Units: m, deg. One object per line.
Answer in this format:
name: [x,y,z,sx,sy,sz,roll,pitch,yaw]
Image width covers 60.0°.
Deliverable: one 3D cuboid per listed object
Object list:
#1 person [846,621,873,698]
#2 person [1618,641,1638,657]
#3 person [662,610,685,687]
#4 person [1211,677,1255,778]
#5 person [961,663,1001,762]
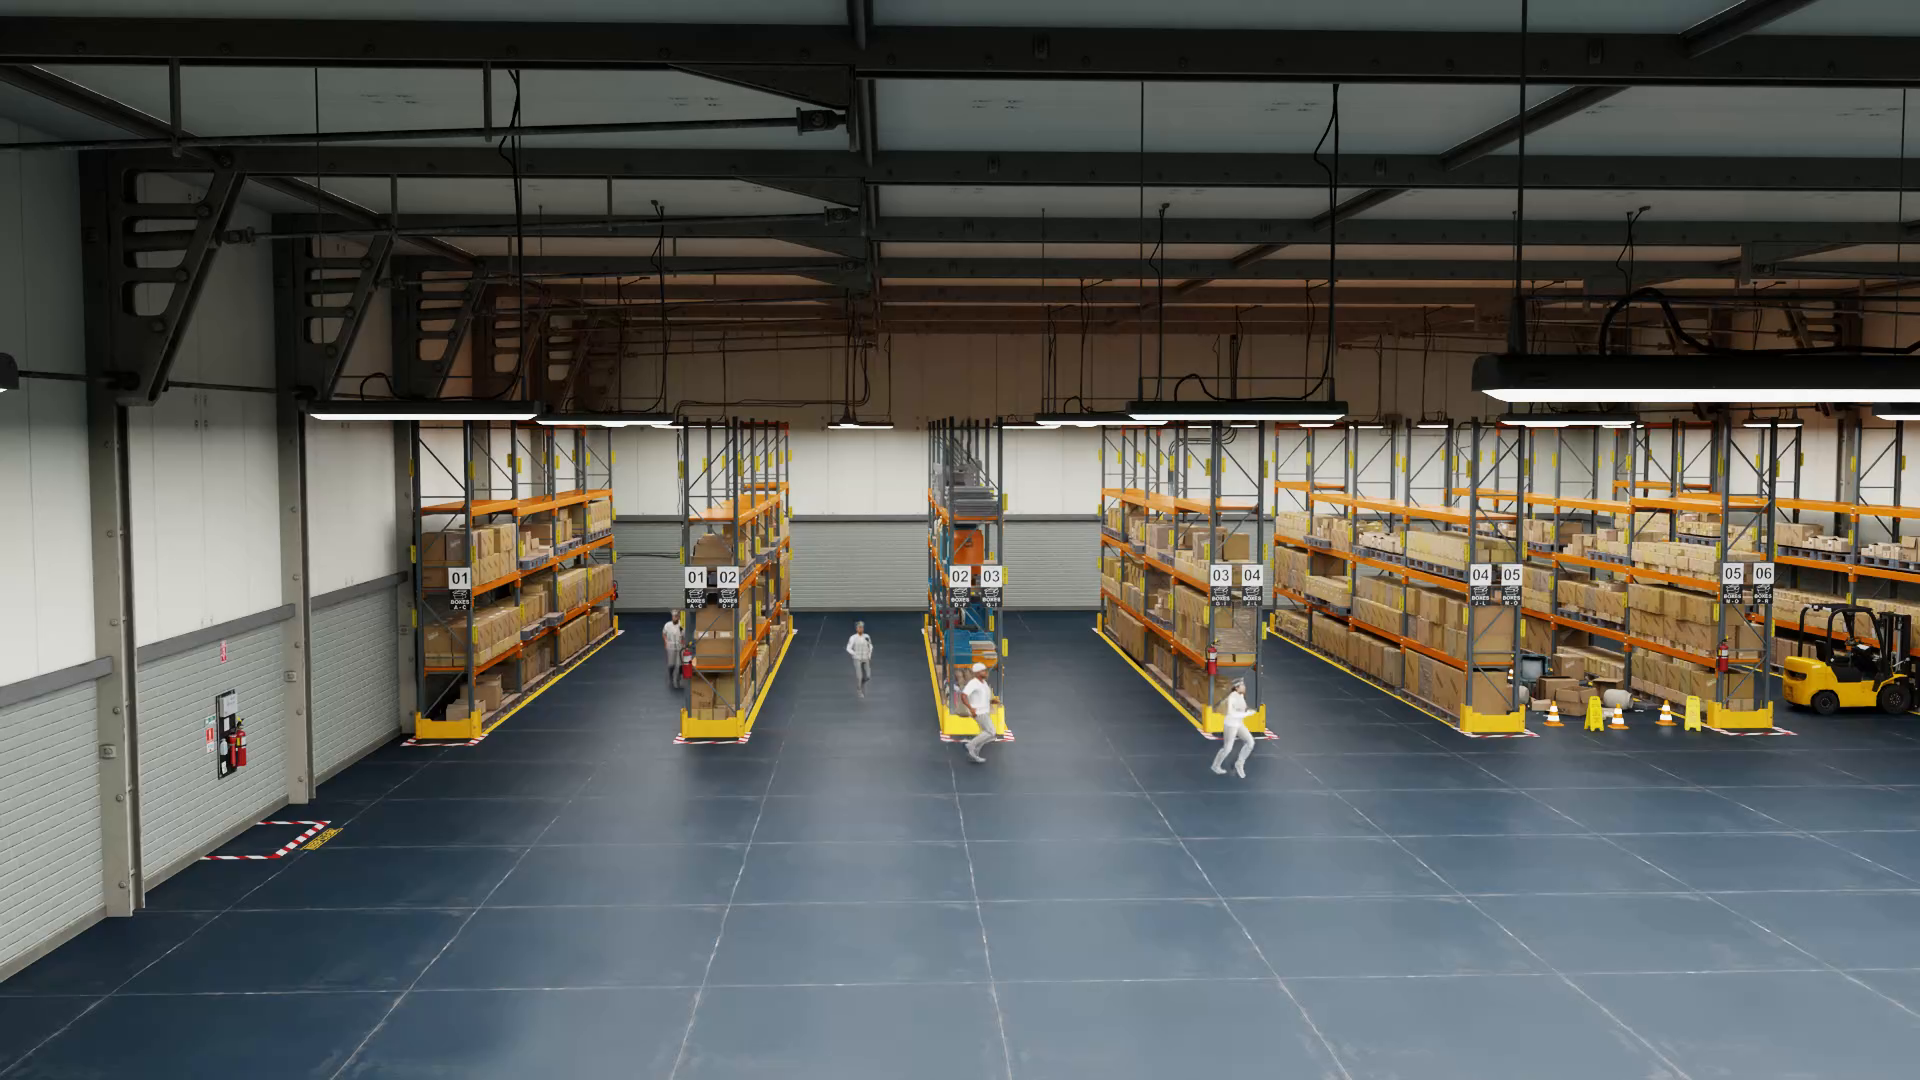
person: [-2.128,2.564,35.742,0.608,1.649,0.549,-1,4,-20]
person: [16.841,2.129,41.915,0.564,1.740,0.775,0,4,-4]
person: [-6.336,2.423,37.140,0.643,1.751,0.590,0,4,-7]
person: [4.526,3.086,27.477,0.793,1.685,0.641,2,4,32]
person: [0.390,2.982,28.705,0.590,1.724,0.686,1,4,18]
